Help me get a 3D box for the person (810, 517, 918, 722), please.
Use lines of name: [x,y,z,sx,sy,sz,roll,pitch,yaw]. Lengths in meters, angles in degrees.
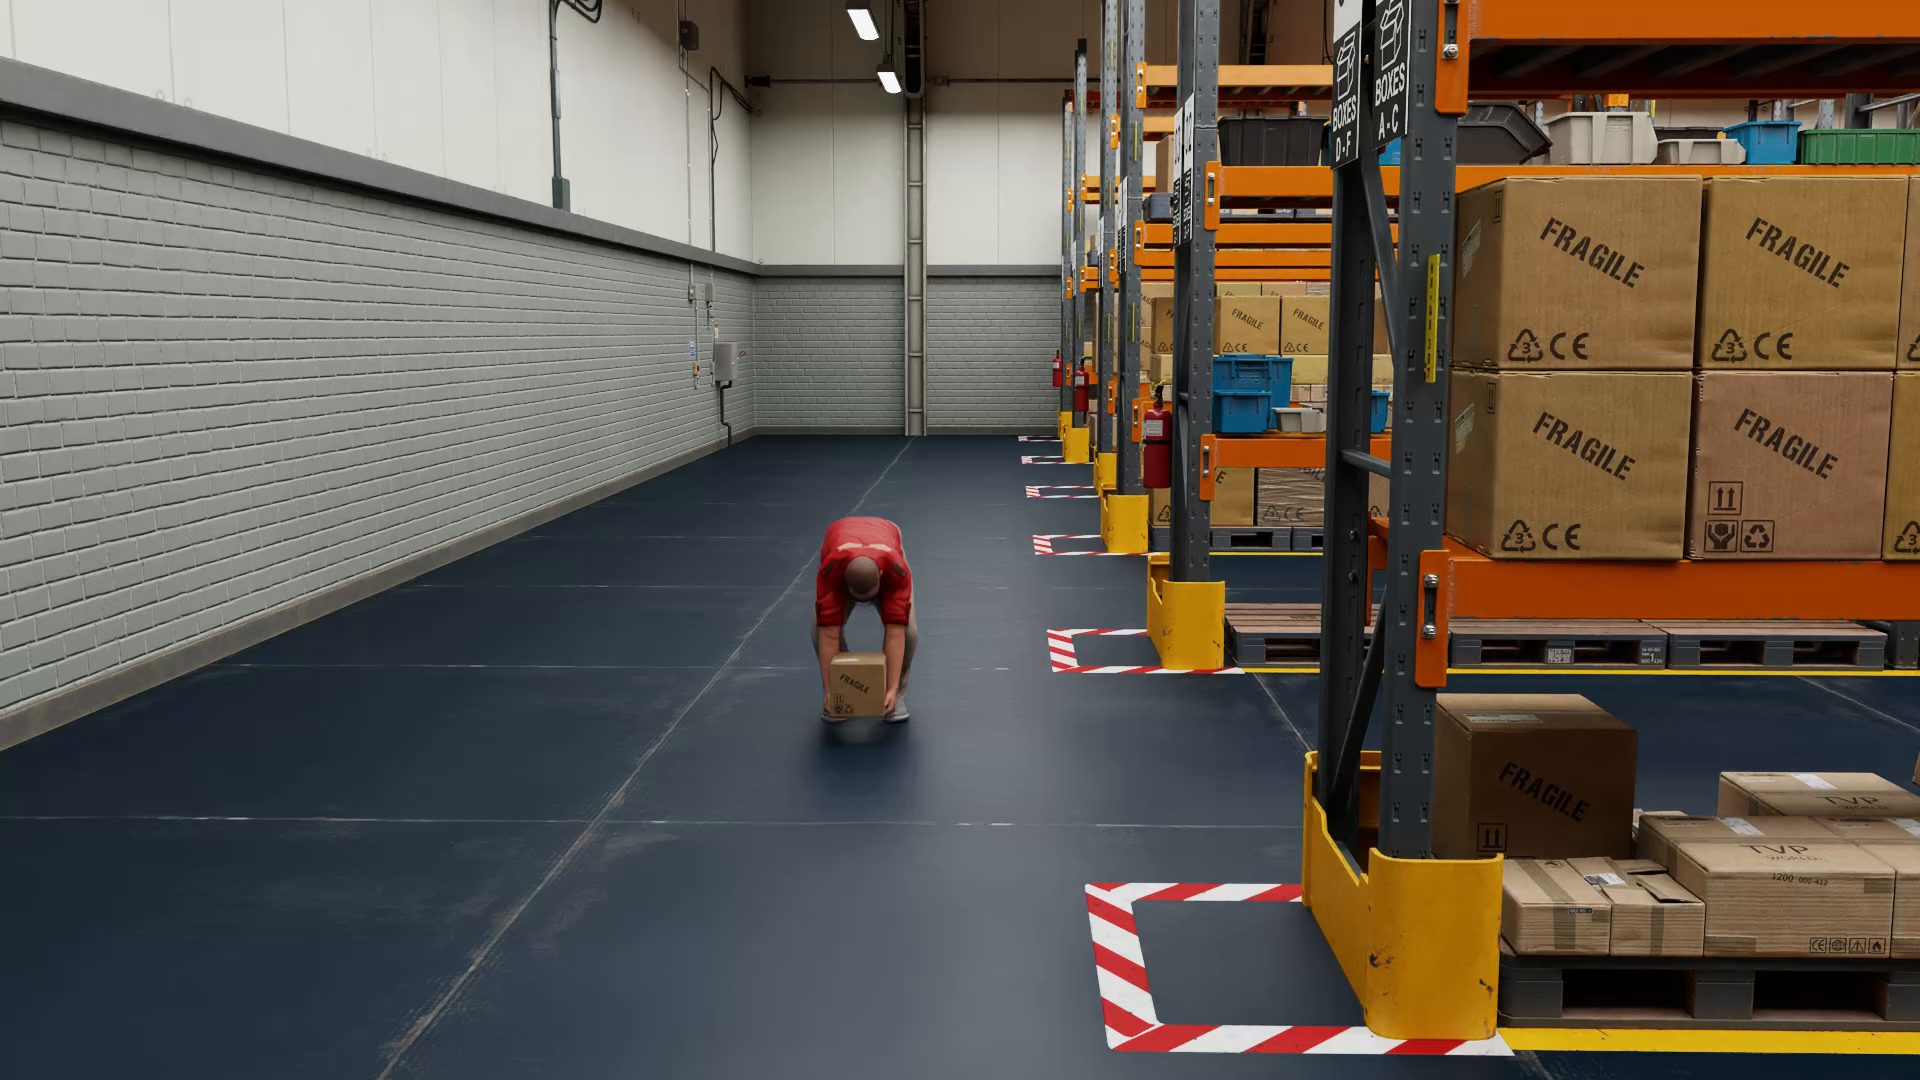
person: [-0.464,0.408,8.010,0.524,1.002,0.961,0,7,-1]
